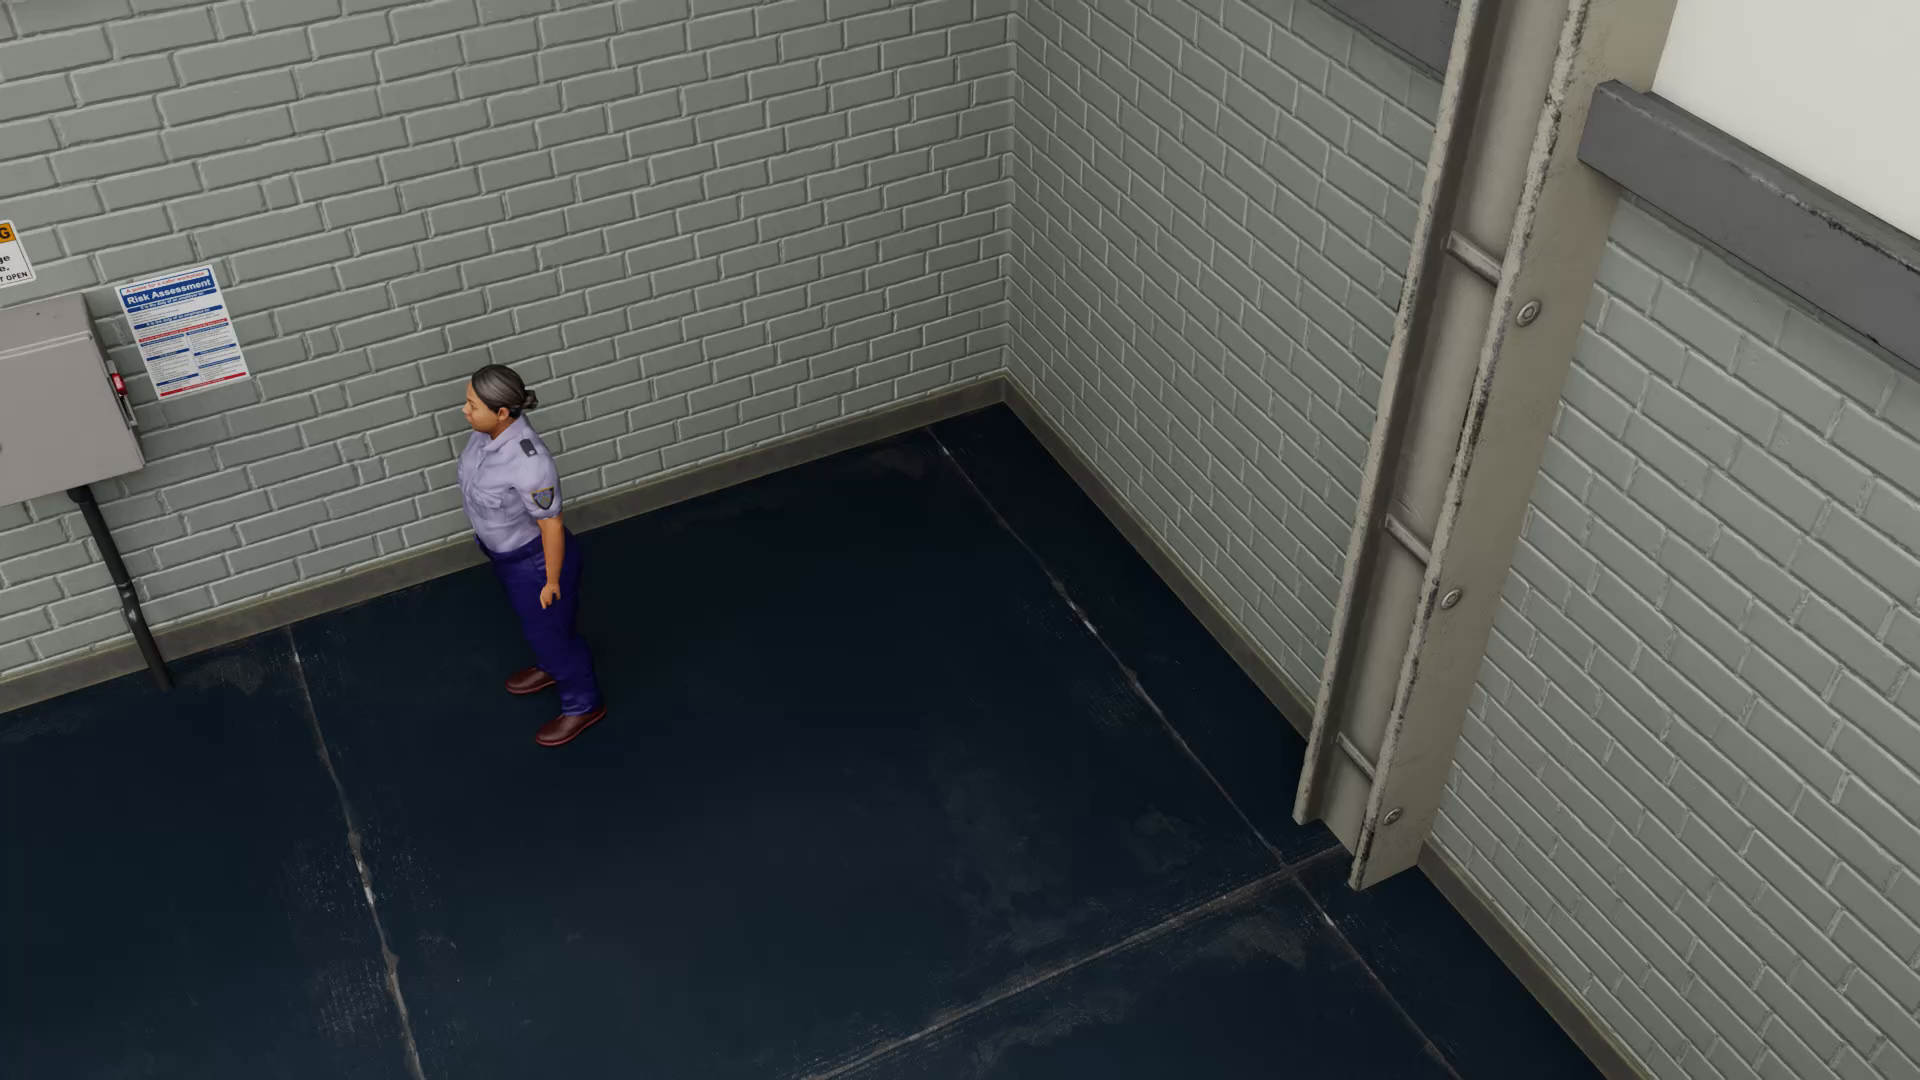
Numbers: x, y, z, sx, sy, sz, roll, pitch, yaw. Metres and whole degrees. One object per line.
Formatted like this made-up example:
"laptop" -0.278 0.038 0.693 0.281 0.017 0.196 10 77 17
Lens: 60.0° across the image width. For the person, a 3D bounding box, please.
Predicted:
"person" -1.593 0.045 6.120 0.347 1.649 0.481 -22 46 -23
